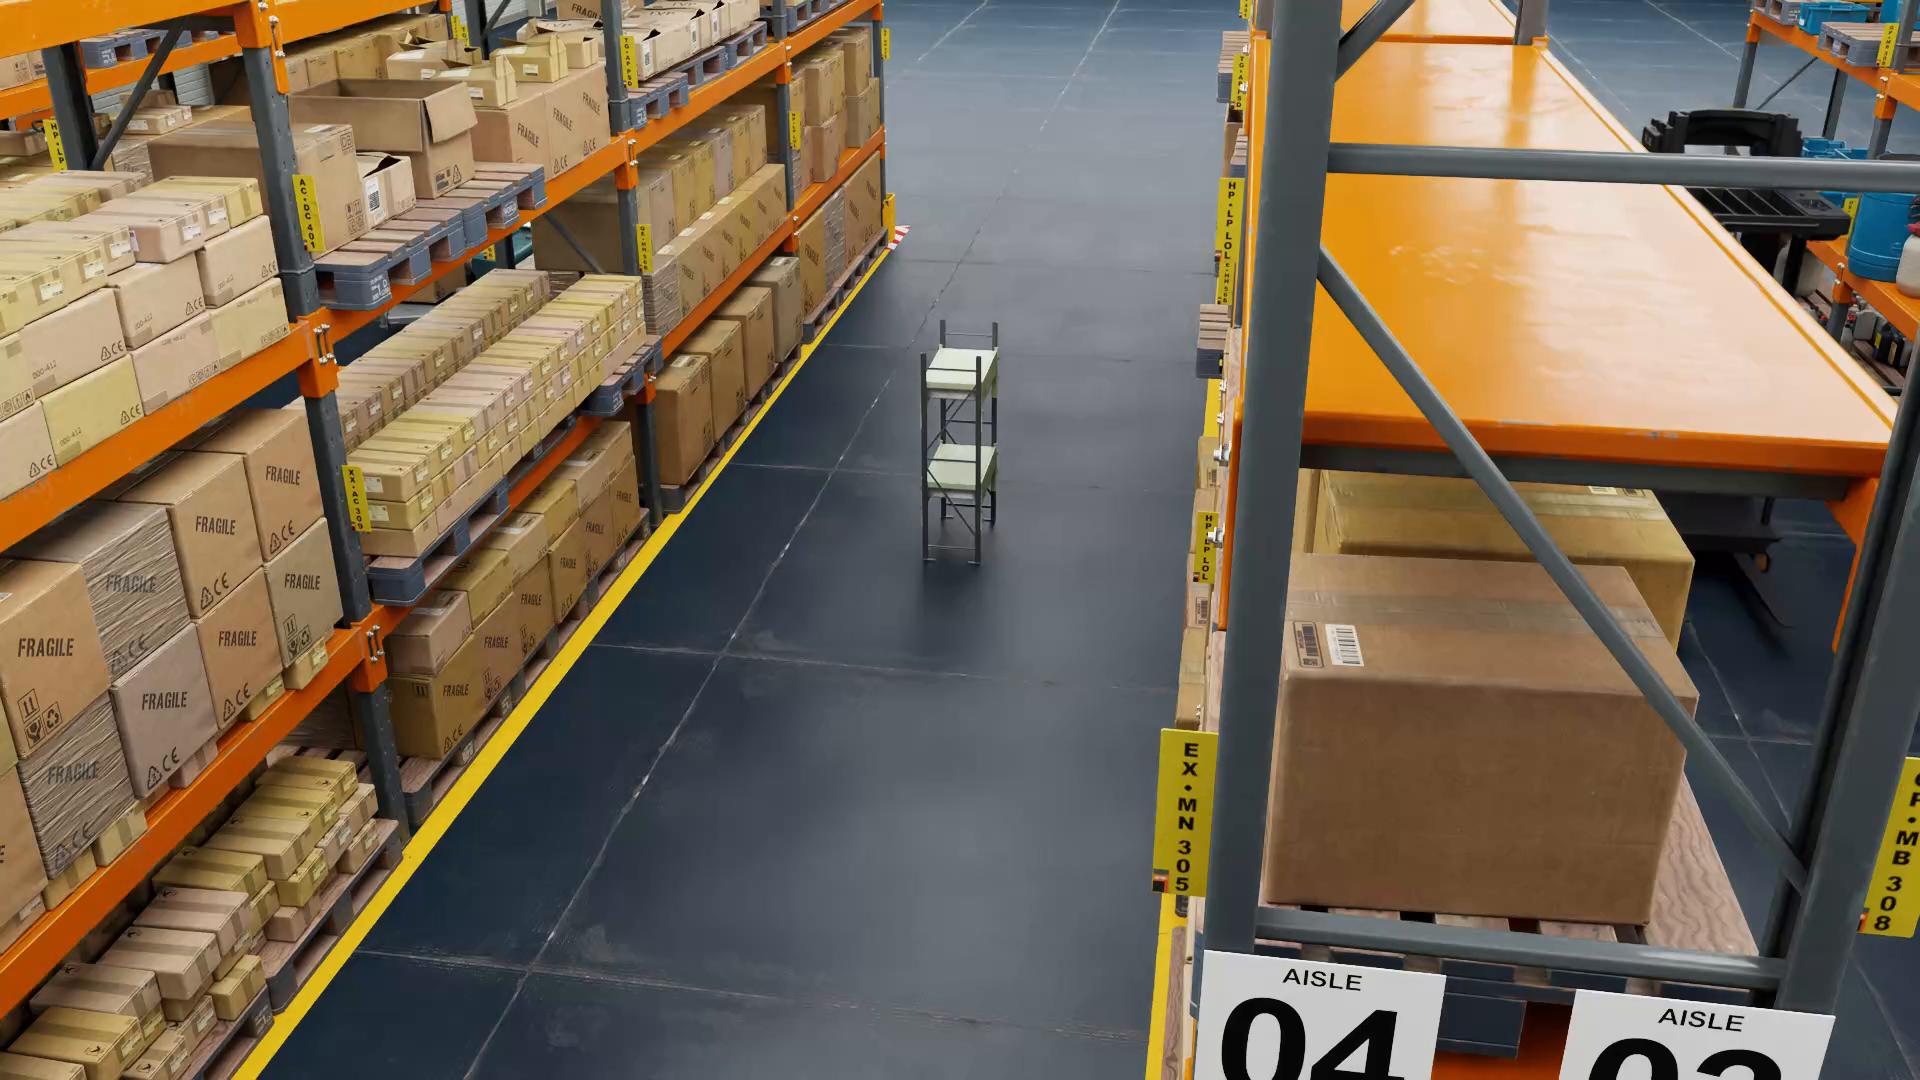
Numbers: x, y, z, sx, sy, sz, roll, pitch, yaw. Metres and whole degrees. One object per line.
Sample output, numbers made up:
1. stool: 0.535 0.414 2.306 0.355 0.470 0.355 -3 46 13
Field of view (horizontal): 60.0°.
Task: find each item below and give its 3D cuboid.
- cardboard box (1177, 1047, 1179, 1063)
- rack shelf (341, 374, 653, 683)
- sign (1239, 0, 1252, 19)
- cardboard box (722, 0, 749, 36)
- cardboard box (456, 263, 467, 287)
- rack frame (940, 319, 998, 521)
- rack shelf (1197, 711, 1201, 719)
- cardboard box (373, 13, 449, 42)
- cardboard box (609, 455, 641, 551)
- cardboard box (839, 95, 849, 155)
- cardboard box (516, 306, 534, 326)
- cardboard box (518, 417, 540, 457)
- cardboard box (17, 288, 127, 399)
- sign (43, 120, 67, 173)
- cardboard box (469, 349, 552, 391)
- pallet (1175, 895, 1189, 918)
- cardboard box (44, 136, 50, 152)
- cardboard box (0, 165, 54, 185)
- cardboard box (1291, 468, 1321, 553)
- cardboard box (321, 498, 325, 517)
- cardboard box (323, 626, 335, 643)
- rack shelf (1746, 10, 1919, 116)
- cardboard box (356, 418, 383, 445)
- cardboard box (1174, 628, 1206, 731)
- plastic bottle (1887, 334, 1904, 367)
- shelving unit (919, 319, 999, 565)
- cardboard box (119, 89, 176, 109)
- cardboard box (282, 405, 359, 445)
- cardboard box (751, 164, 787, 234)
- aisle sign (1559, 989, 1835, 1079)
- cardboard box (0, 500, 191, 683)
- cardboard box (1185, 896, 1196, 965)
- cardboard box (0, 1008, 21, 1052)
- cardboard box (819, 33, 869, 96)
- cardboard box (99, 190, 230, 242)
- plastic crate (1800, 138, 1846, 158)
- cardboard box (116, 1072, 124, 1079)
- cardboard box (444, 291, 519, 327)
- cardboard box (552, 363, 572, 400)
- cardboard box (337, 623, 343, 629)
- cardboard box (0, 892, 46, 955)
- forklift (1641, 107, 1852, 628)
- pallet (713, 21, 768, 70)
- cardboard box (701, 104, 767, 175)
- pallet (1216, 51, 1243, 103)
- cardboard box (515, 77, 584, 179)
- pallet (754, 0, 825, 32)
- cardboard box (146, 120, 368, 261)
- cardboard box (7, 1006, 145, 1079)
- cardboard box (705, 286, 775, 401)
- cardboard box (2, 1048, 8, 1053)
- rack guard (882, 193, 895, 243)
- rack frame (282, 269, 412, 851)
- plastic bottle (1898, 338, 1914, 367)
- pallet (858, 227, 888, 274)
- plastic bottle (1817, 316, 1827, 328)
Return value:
1. cardboard box: 1.379 1.597 6.855 0.875 0.875 0.875 4 25 9
2. rack shelf: -2.984 -0.342 9.836 1.077 0.370 4.000 4 25 9
3. sign: 2.336 -4.419 13.548 0.100 0.325 0.005 4 25 9
4. cardboard box: -1.989 -4.172 13.194 0.500 0.250 0.500 4 25 8
5. cardboard box: -5.386 -2.701 16.972 0.500 0.500 0.500 -20 32 -36
6. rack frame: 0.061 -0.835 11.809 0.400 1.500 0.023 4 25 9
7. rack shelf: 1.239 1.717 5.437 1.077 0.370 4.000 4 25 9
8. cardboard box: -6.118 -5.555 18.476 0.700 0.500 0.500 3 25 7
9. cardboard box: -2.507 -0.269 11.284 0.500 0.500 0.500 4 25 8
10. cardboard box: -1.650 -4.303 17.272 0.875 0.550 0.550 4 25 9
11. cardboard box: -2.977 -1.414 10.727 0.380 0.149 0.250 5 26 11
12. cardboard box: -2.585 -0.587 9.312 0.380 0.149 0.250 4 25 8
13. cardboard box: -3.313 -0.703 5.806 0.500 0.250 0.500 5 26 11
14. sign: -3.859 -1.640 7.146 0.100 0.325 0.005 4 25 9
15. cardboard box: -2.542 -0.964 9.415 0.380 0.149 0.250 5 26 10
16. pallet: 1.617 1.489 8.363 1.003 0.211 1.213 4 25 9
17. cardboard box: -7.512 -3.041 13.789 0.500 0.500 0.500 3 25 6
18. cardboard box: -7.177 -2.566 12.774 0.500 0.500 0.500 5 26 11
19. cardboard box: 1.192 -0.080 4.157 0.700 0.500 0.500 2 25 5
20. cardboard box: -3.400 -0.197 8.477 0.380 0.149 0.250 4 25 9
21. cardboard box: -3.127 0.418 7.660 0.380 0.149 0.250 4 25 8
22. rack shelf: 8.086 -4.318 14.790 1.077 0.370 4.000 4 25 9
23. cardboard box: -3.315 -0.551 8.884 0.380 0.149 0.250 3 25 7
24. cardboard box: 1.650 1.057 8.008 1.225 0.875 0.875 4 25 9
25. plastic bottle: 8.165 -1.665 14.497 0.061 0.283 0.133 4 25 9
26. shelving unit: 0.001 -0.682 11.482 0.431 1.500 0.755 4 25 9
27. cardboard box: -7.330 -3.970 15.008 0.380 0.149 0.250 4 25 8
28. cardboard box: -3.351 -0.579 8.593 0.380 0.149 0.250 3 25 7
29. cardboard box: -1.825 -2.986 14.517 0.500 0.500 0.500 4 25 8
30. aisle sign: 1.196 1.101 2.838 0.394 0.787 0.004 4 25 9
31. cardboard box: -3.298 0.181 6.222 0.500 0.500 0.500 5 25 10
32. cardboard box: 0.977 1.296 5.313 0.500 0.250 0.500 4 25 9
33. cardboard box: -3.867 1.893 6.377 0.380 0.149 0.250 3 25 7
34. cardboard box: -1.448 -5.018 17.527 0.875 0.550 0.550 4 25 9
35. cardboard box: -3.126 -1.268 6.544 0.380 0.149 0.250 5 25 10
36. plastic crate: 8.626 -3.824 16.601 0.499 0.251 0.616 4 25 9
37. cardboard box: -3.471 2.054 6.385 0.380 0.149 0.250 5 26 11
38. cardboard box: -3.010 -1.456 10.465 0.380 0.149 0.250 4 25 8
39. cardboard box: -2.498 -0.938 9.710 0.380 0.149 0.250 5 25 10
40. cardboard box: -3.439 0.442 8.881 0.500 0.250 0.500 3 25 7
41. cardboard box: -3.447 1.293 5.789 0.380 0.149 0.250 4 25 7
42. forklift: 4.950 -1.248 11.003 1.130 2.935 3.031 3 25 7
43. pallet: -2.105 -4.062 13.622 0.805 0.209 1.217 3 25 6
44. cardboard box: -2.079 -3.468 14.367 0.700 0.500 0.500 4 25 8
45. pallet: 2.501 -3.380 12.161 1.213 0.211 1.003 4 25 9
46. cardboard box: -2.569 -2.442 9.817 0.500 0.500 0.500 4 25 9
47. pallet: -1.860 -4.837 15.157 1.003 0.211 1.213 4 25 9
48. cardboard box: -3.141 -1.576 7.472 0.700 0.500 0.500 4 25 9
49. cardboard box: -3.349 1.926 6.308 0.380 0.149 0.250 4 25 9
50. cardboard box: -2.178 -1.680 14.003 1.050 0.750 0.750 4 25 9
51. cardboard box: -3.945 2.026 6.444 0.380 0.149 0.250 5 26 11
52. rack guard: -1.346 -3.728 19.170 1.175 0.500 0.348 4 25 9
53. rack frame: -3.311 0.168 7.896 1.000 3.000 0.127 4 25 9
54. plastic bottle: 8.270 -1.654 14.484 0.152 0.276 0.135 5 26 10
55. pallet: -1.404 -3.248 18.484 1.003 0.211 1.213 4 25 9
56. plastic bottle: 7.612 -1.818 14.745 0.144 0.351 0.185 3 25 6
